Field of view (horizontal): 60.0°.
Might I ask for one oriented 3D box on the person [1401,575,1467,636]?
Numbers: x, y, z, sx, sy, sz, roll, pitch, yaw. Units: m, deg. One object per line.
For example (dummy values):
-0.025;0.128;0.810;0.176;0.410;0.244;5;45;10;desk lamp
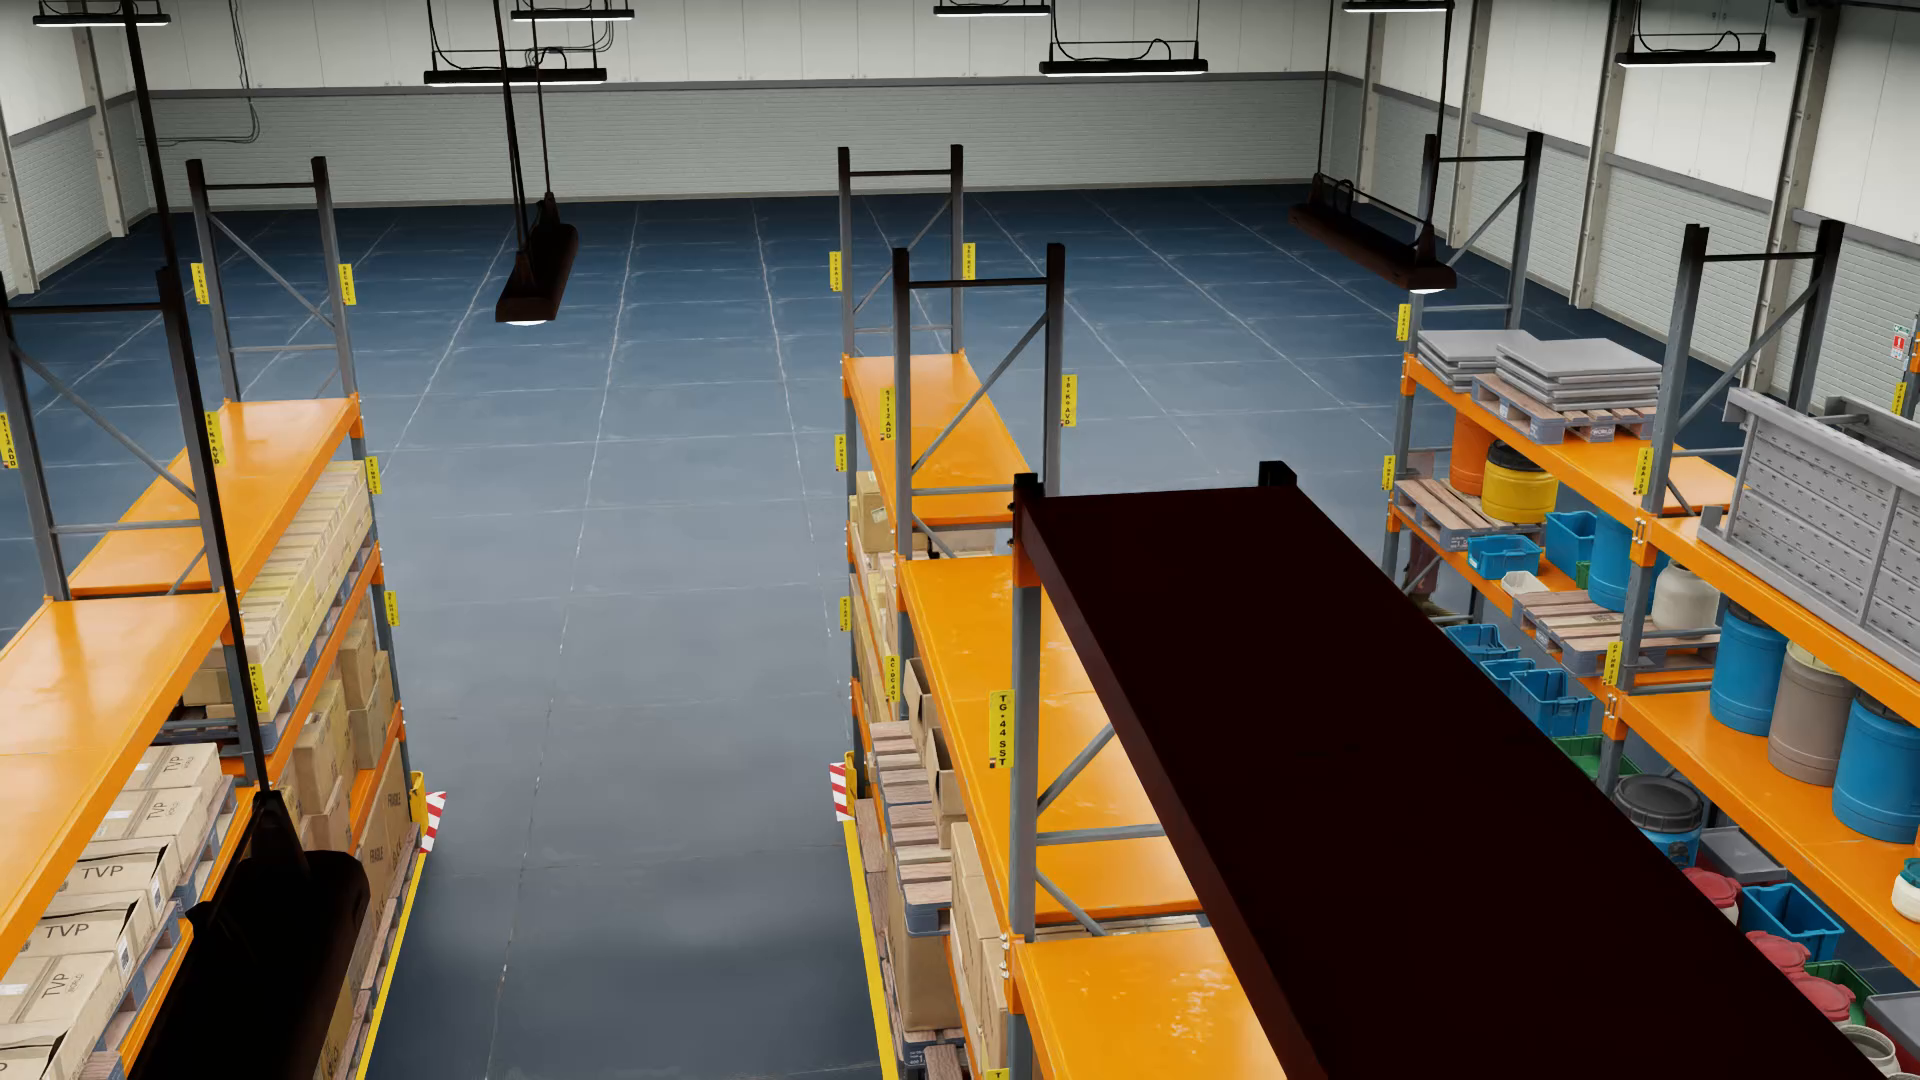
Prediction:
5.188;0.314;18.464;0.924;1.741;0.547;13;25;29;person
